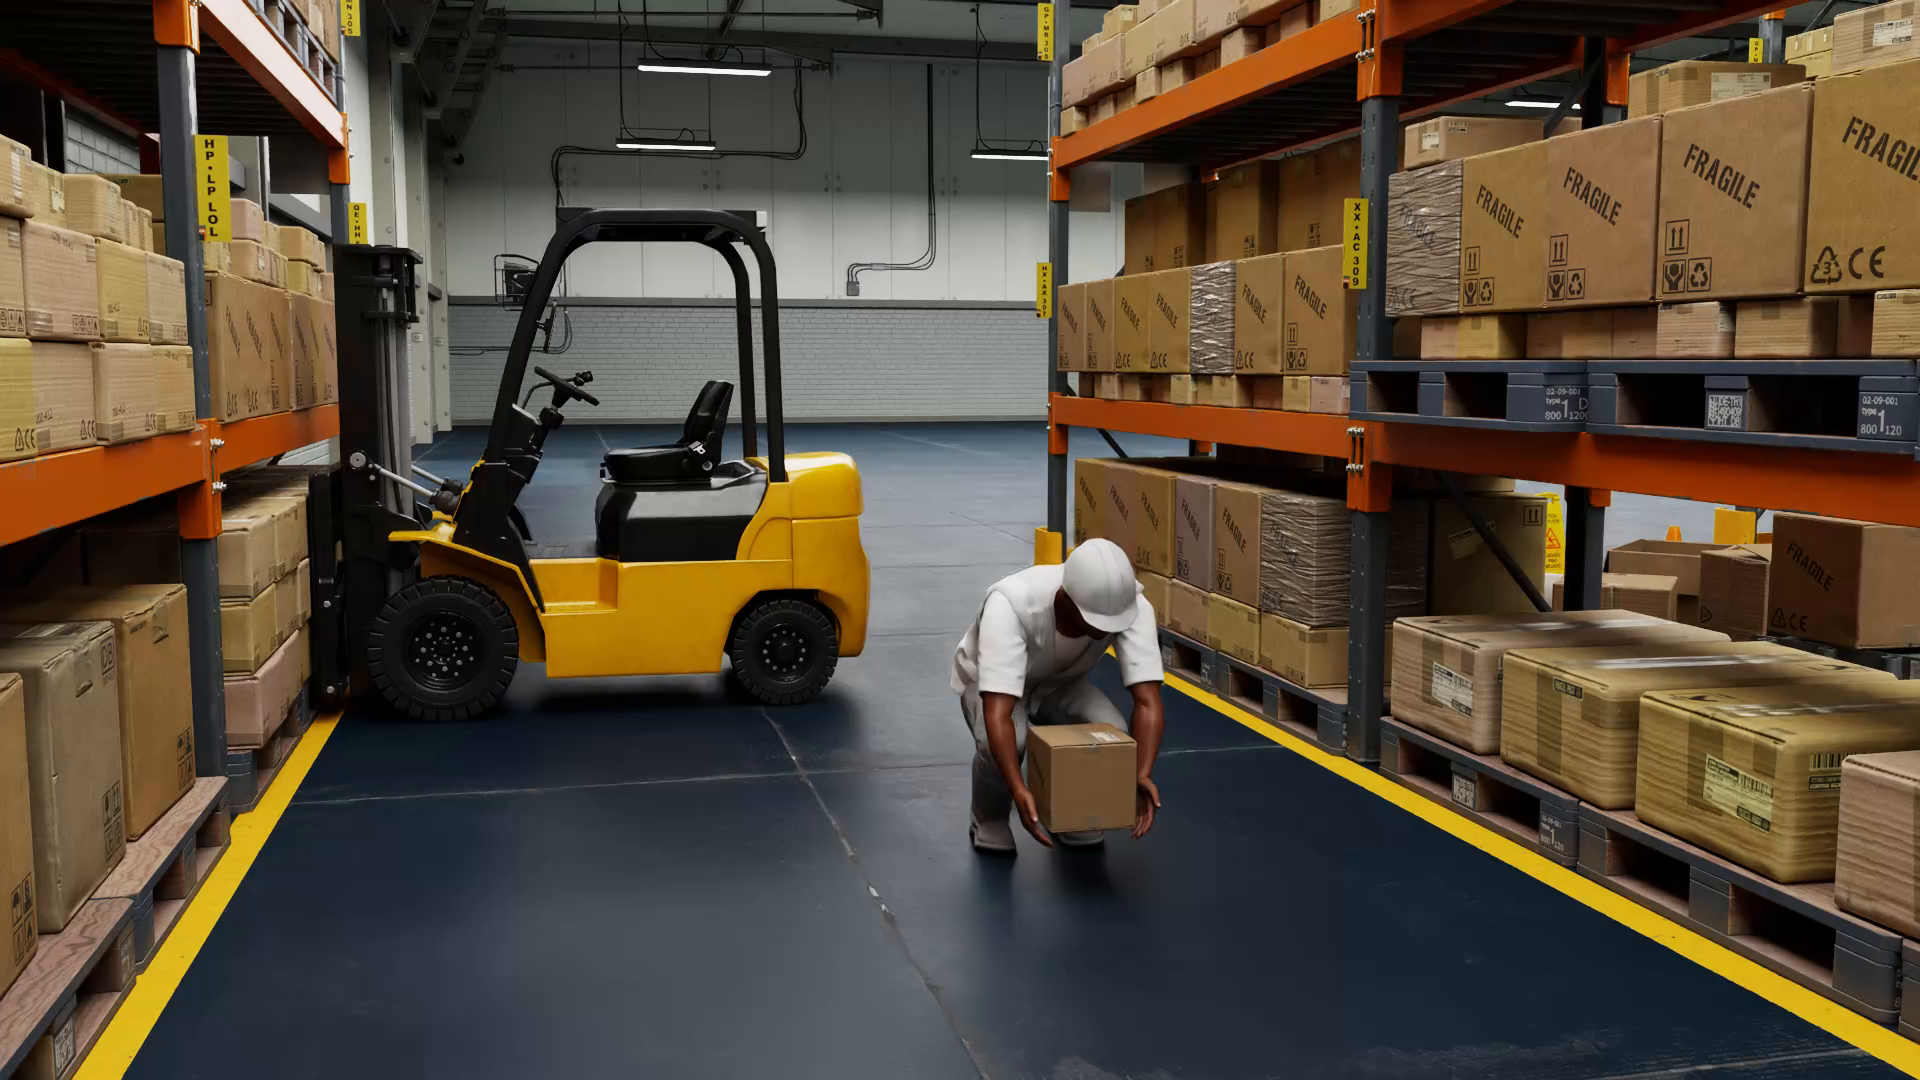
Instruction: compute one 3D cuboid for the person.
[{"bbox_3d":[0.299,0.397,5.070,0.569,0.869,0.897,-1,6,-14],"label":"person"}]
